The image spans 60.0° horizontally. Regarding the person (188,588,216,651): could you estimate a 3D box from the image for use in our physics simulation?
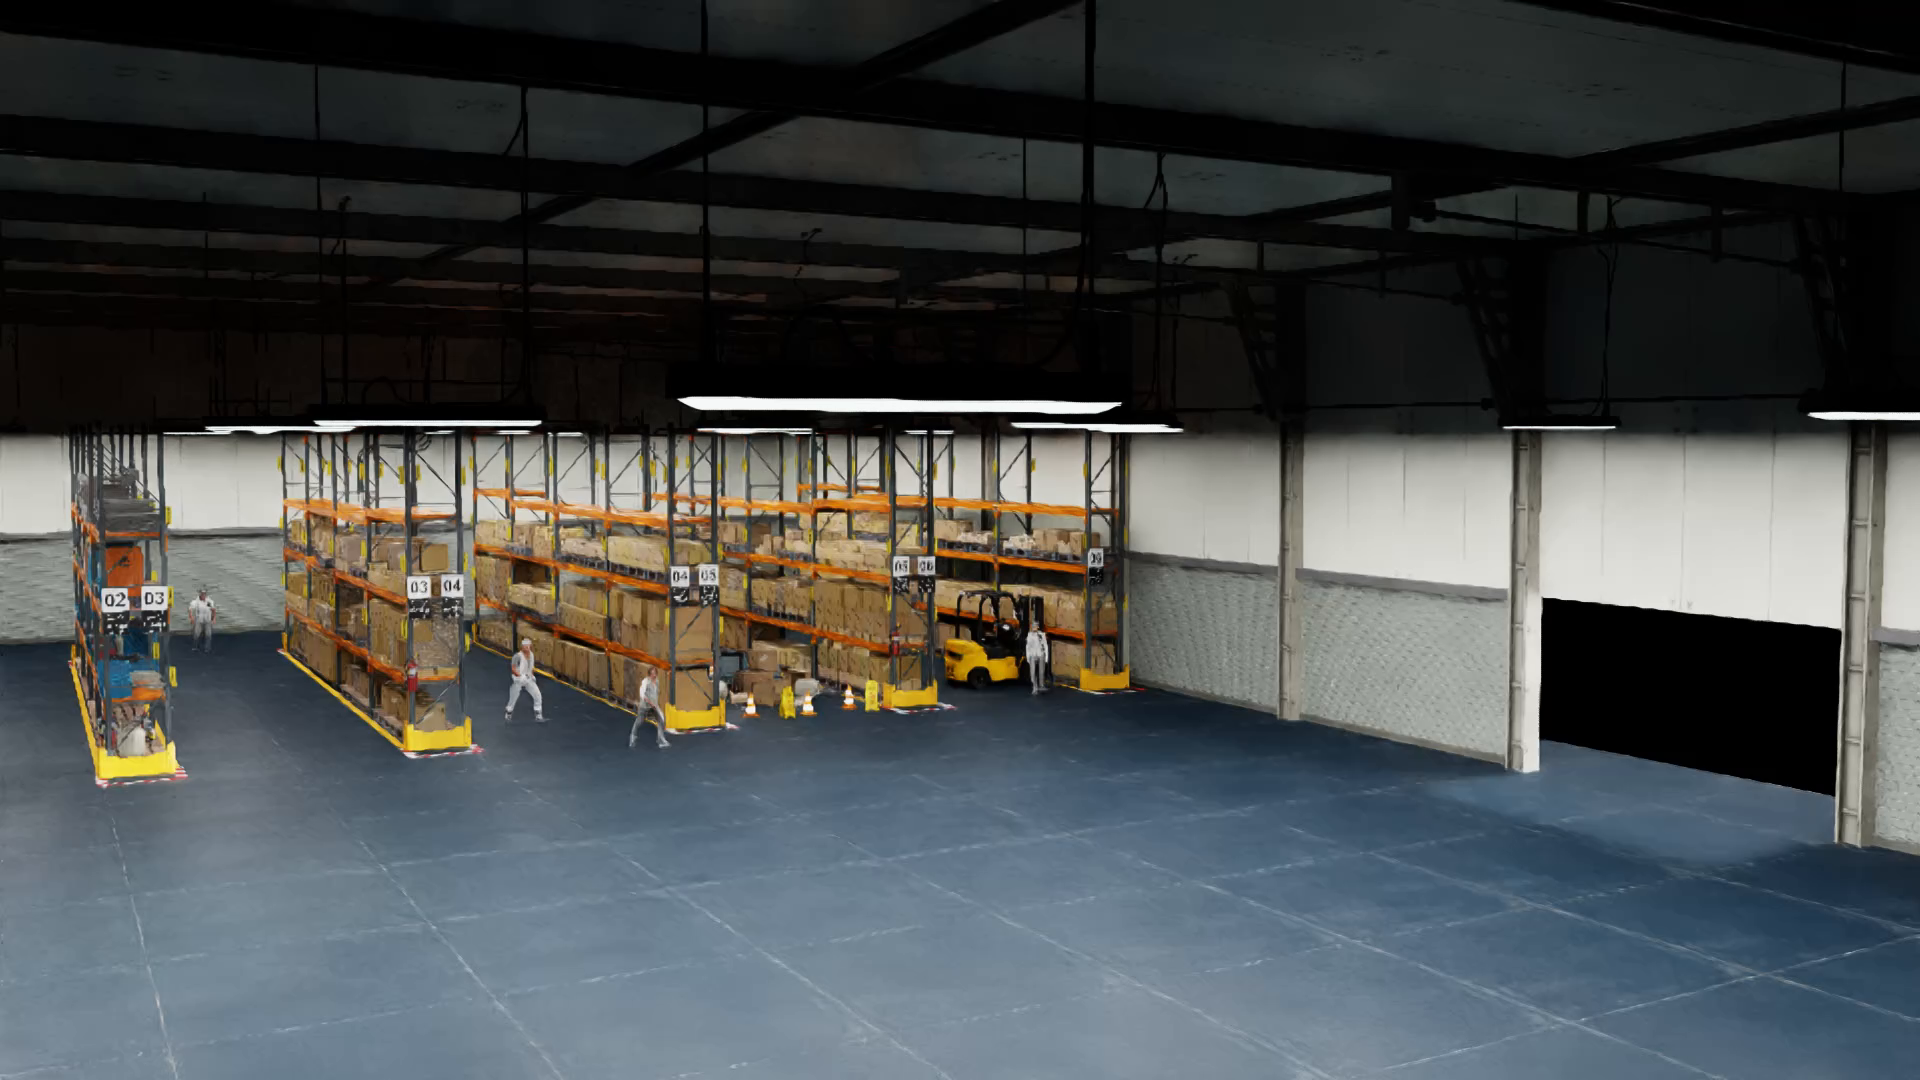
[{"bbox_3d":[-20.224,2.128,44.406,0.682,1.715,0.528,-2,4,-31],"label":"person"}]

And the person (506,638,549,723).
[{"bbox_3d":[-8.704,2.800,33.178,0.827,1.715,0.678,3,5,42],"label":"person"}]

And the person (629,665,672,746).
[{"bbox_3d":[-5.753,3.103,30.703,0.788,1.415,0.561,3,5,42],"label":"person"}]

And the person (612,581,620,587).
[{"bbox_3d":[-9.713,1.915,47.032,0.469,1.782,0.609,-1,4,-23],"label":"person"}]

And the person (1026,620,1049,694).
[{"bbox_3d":[1.734,2.598,37.235,0.513,1.665,0.545,0,4,8],"label":"person"}]
